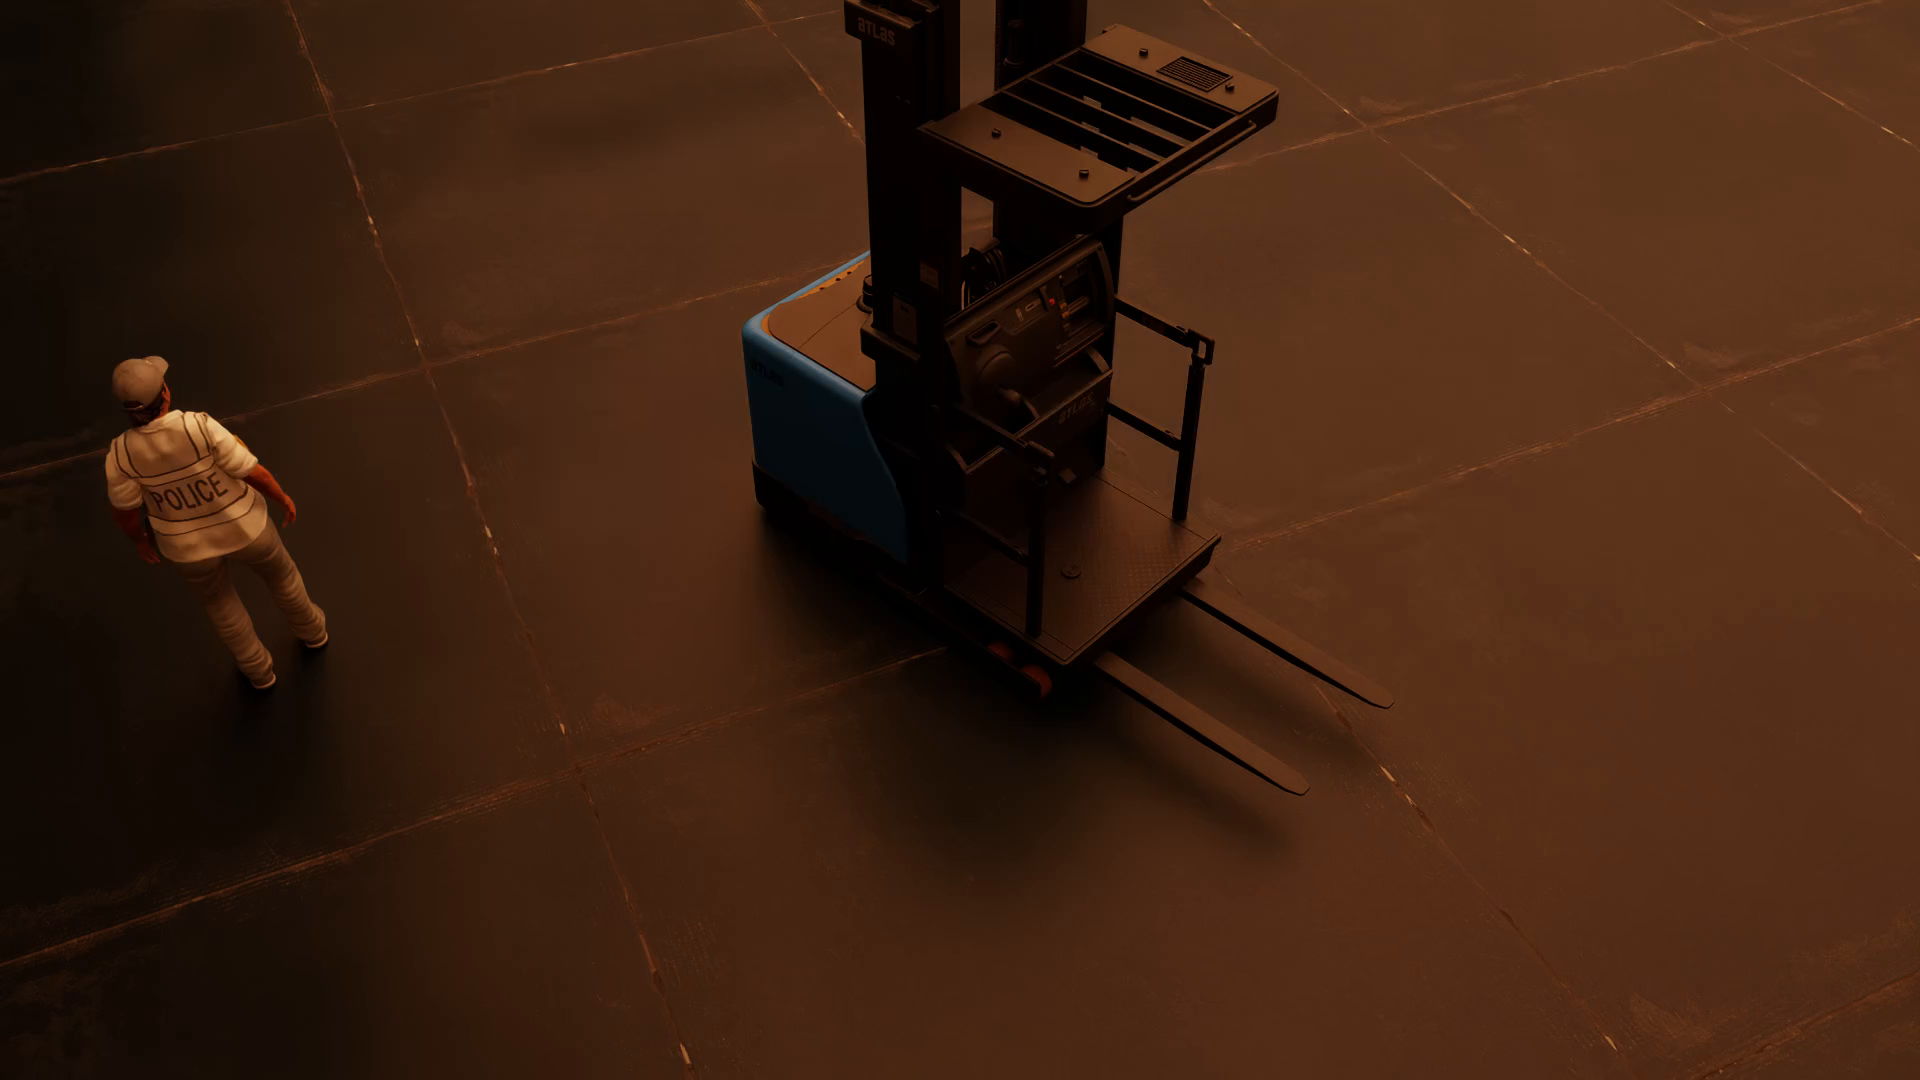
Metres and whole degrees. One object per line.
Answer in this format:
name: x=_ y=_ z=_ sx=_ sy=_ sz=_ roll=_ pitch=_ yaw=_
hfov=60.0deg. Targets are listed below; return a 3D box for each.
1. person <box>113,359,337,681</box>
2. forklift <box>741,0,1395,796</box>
person: x=-2.998 y=-0.099 z=6.702 sx=0.595 sy=1.669 sz=0.531 roll=-18 pitch=46 yaw=-18
forklift: x=0.445 y=-0.788 z=6.525 sx=3.031 sy=2.935 sz=1.130 roll=32 pitch=52 yaw=30
